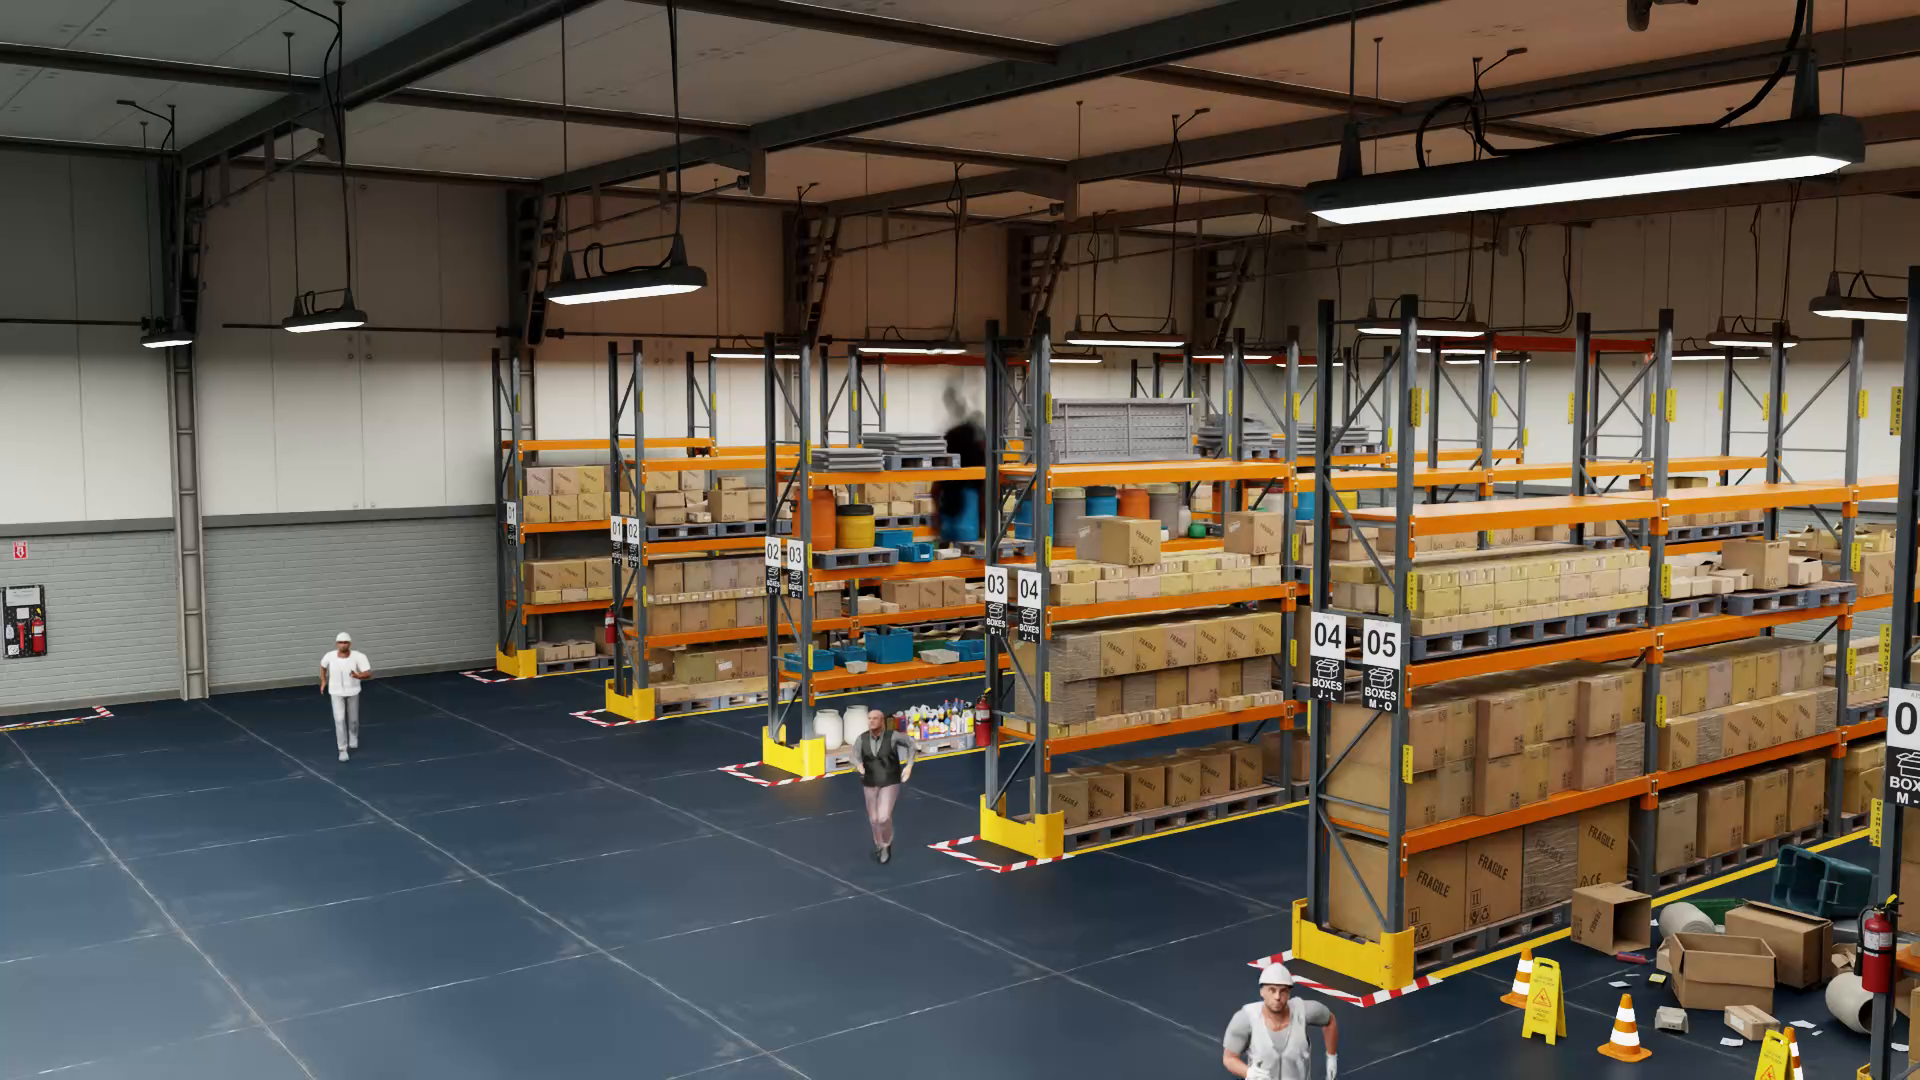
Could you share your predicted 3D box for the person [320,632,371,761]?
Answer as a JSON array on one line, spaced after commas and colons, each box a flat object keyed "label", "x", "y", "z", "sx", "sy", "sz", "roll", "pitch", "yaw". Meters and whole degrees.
[{"label": "person", "x": -8.718, "y": 2.178, "z": 23.610, "sx": 0.697, "sy": 1.757, "sz": 0.988, "roll": -2, "pitch": 5, "yaw": -17}]

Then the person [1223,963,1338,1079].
[{"label": "person", "x": 1.935, "y": 3.387, "z": 10.047, "sx": 0.697, "sy": 1.745, "sz": 0.807, "roll": 1, "pitch": 5, "yaw": 8}]

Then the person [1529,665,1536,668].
[{"label": "person", "x": 7.576, "y": 2.407, "z": 21.804, "sx": 0.811, "sy": 1.734, "sz": 0.628, "roll": -4, "pitch": 7, "yaw": -41}]

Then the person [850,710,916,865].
[{"label": "person", "x": -0.868, "y": 2.704, "z": 18.265, "sx": 0.658, "sy": 1.698, "sz": 0.850, "roll": 1, "pitch": 5, "yaw": 16}]
